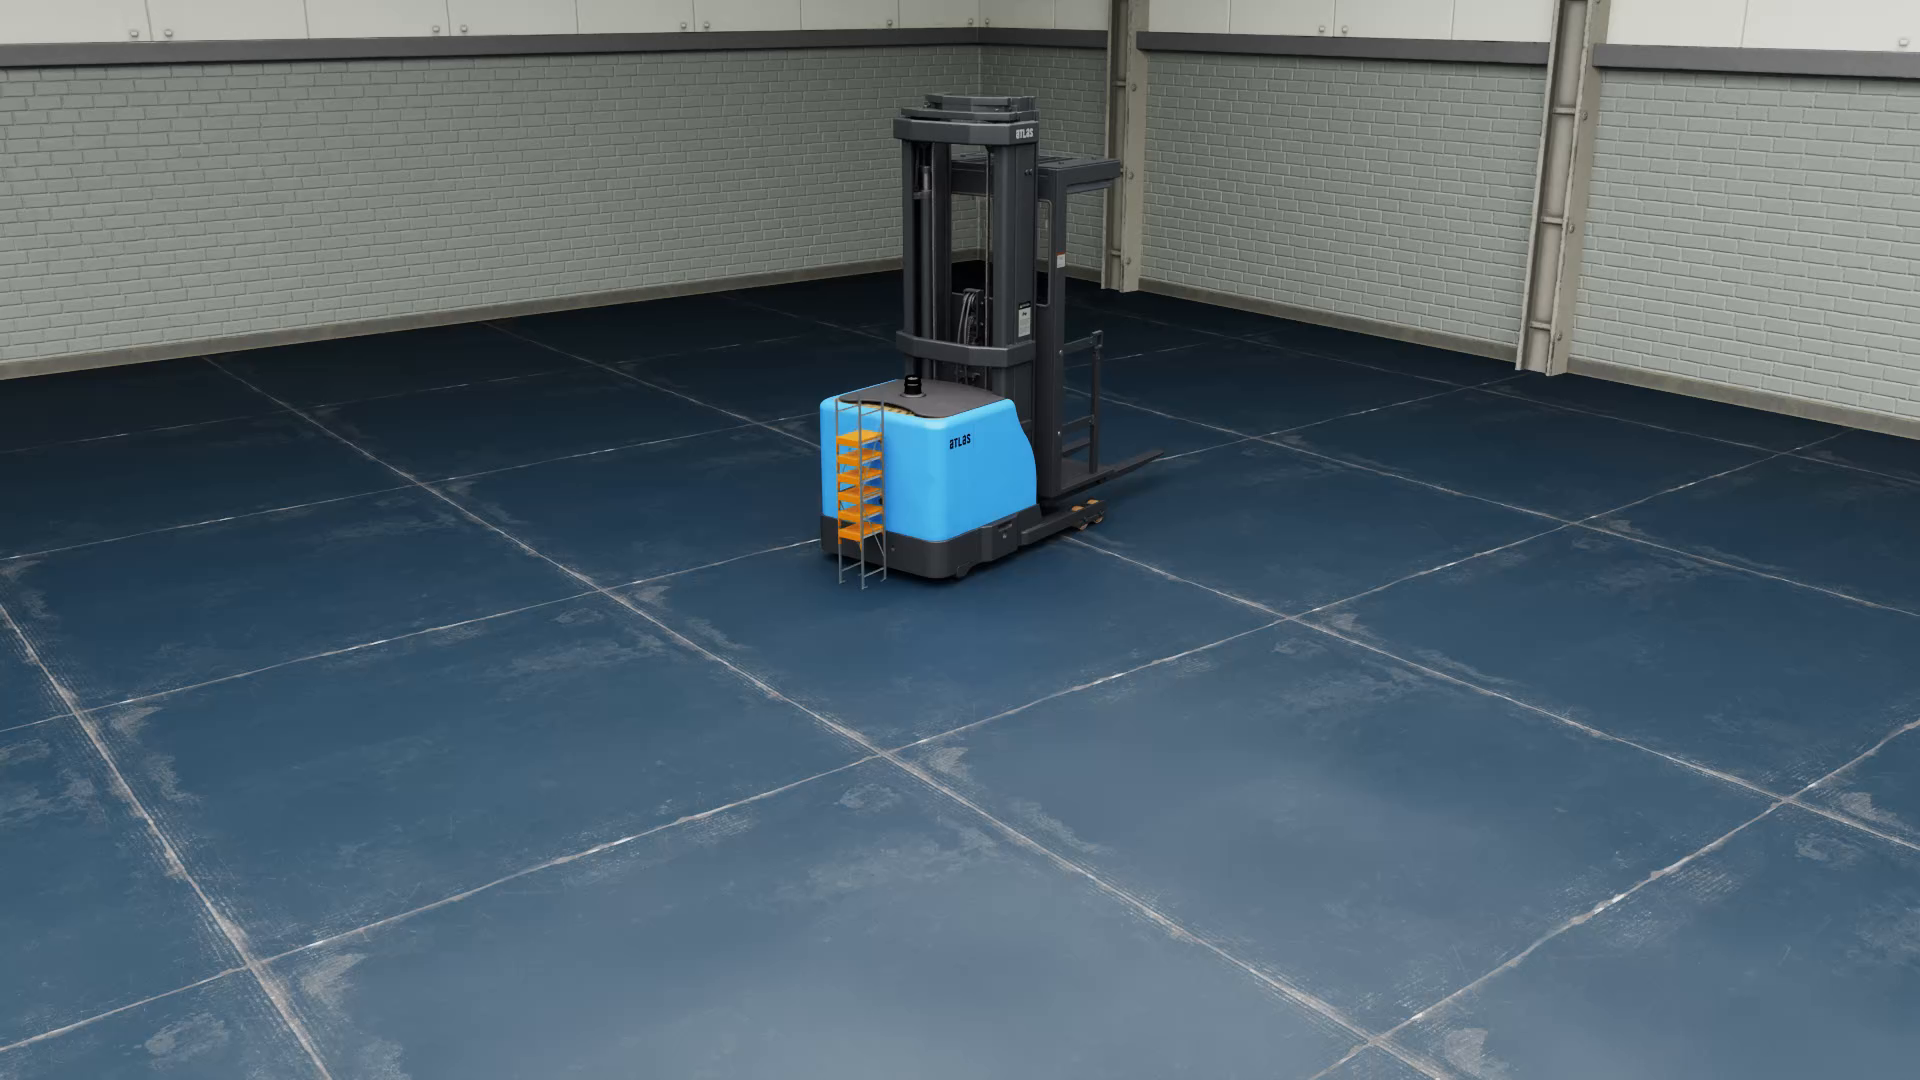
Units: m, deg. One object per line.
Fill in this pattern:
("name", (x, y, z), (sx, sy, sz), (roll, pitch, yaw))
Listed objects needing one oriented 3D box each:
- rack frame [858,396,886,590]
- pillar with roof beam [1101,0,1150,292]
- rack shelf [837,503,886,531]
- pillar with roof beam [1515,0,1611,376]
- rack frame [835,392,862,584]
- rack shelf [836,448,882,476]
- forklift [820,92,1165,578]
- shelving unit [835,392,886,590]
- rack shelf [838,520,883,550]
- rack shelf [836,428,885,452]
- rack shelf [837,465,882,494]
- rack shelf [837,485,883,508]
("rack frame", (-0.542, -0.288, 10.325), (0.006, 1.200, 0.240), (13, 22, 34))
("pillar with roof beam", (-1.362, -6.582, 16.925), (9.100, 9.000, 0.400), (-14, 23, -36))
("rack shelf", (-0.616, -0.149, 10.428), (0.180, 0.103, 0.258), (13, 22, 34))
("pillar with roof beam", (2.363, -5.104, 12.460), (9.100, 9.000, 0.400), (-14, 23, -36))
("rack frame", (-0.690, -0.322, 10.427), (0.006, 1.200, 0.240), (13, 22, 34))
("rack shelf", (-0.616, -0.491, 10.315), (0.180, 0.103, 0.258), (13, 22, 34))
("forklift", (0.380, -1.546, 11.370), (1.130, 2.935, 3.031), (14, 23, 35))
("shelving unit", (-0.616, -0.305, 10.376), (0.189, 1.200, 0.258), (13, 22, 34))
("rack shelf", (-0.616, -0.035, 10.465), (0.180, 0.103, 0.258), (13, 22, 34))
("rack shelf", (-0.616, -0.605, 10.277), (0.180, 0.103, 0.258), (13, 22, 34))
("rack shelf", (-0.616, -0.377, 10.352), (0.180, 0.103, 0.258), (13, 22, 34))
("rack shelf", (-0.616, -0.263, 10.390), (0.180, 0.103, 0.258), (13, 22, 34))
